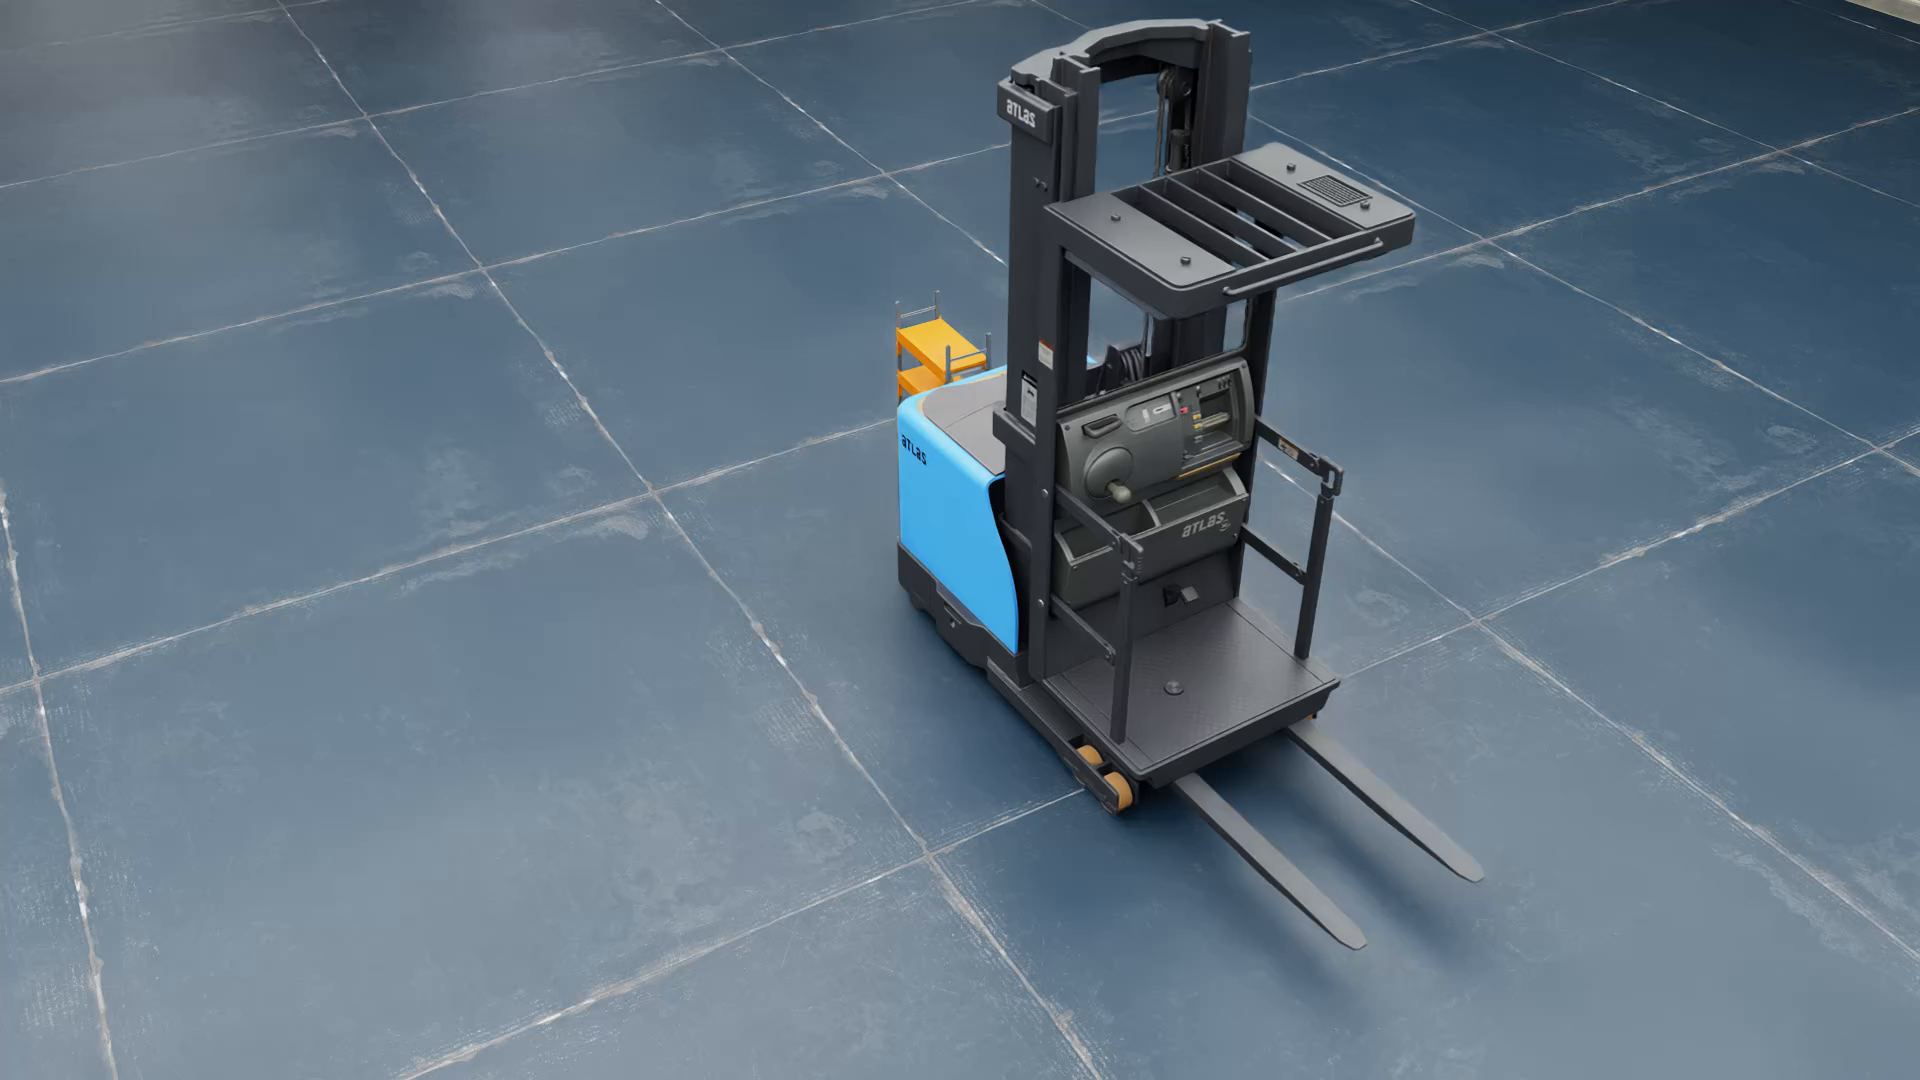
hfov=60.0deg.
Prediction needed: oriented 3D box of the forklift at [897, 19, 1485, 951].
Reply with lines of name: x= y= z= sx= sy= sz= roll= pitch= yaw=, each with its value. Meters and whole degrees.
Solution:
forklift: x=0.913 y=-0.369 z=6.498 sx=1.130 sy=2.935 sz=3.031 roll=-21 pitch=41 yaw=-26

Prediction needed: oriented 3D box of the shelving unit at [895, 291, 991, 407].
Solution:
shelving unit: x=-0.083 y=-0.569 z=8.239 sx=0.258 sy=1.200 sz=0.503 roll=-19 pitch=40 yaw=-24

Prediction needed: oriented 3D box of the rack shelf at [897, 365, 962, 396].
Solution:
rack shelf: x=-0.083 y=-0.695 z=8.147 sx=0.258 sy=0.148 sz=0.480 roll=-19 pitch=40 yaw=-24

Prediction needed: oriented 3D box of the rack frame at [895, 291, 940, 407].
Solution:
rack frame: x=-0.206 y=-0.693 z=8.409 sx=0.240 sy=1.200 sz=0.015 roll=-19 pitch=40 yaw=-24

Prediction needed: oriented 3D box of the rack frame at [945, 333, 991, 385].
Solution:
rack frame: x=0.039 y=-0.445 z=8.069 sx=0.240 sy=1.200 sz=0.015 roll=-19 pitch=40 yaw=-24

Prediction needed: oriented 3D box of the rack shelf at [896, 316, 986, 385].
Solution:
rack shelf: x=-0.083 y=-0.886 z=8.007 sx=0.258 sy=0.148 sz=0.480 roll=-19 pitch=40 yaw=-24
